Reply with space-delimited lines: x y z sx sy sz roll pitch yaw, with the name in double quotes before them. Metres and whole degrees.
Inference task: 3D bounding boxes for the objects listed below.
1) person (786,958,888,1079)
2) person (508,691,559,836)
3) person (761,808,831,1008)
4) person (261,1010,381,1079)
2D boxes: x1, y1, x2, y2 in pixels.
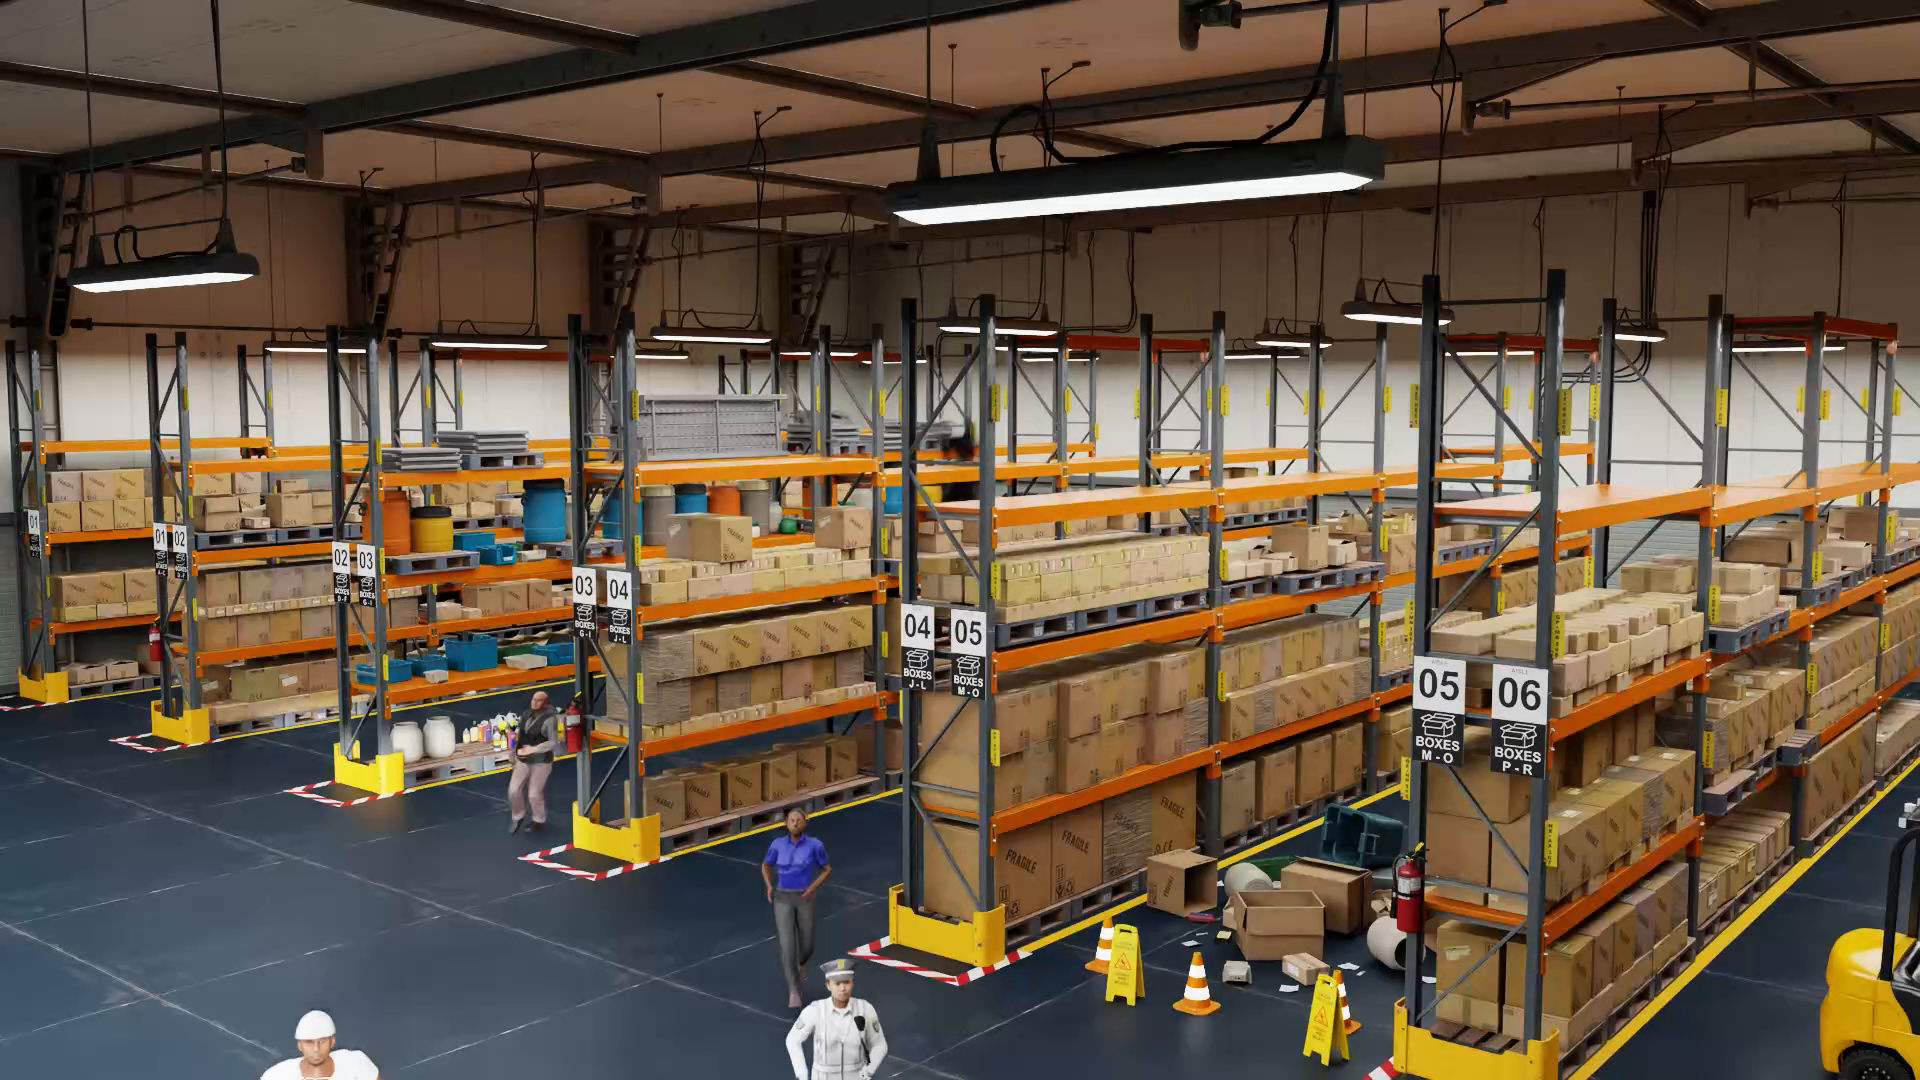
"person" -0.742 3.413 10.344 0.622 1.653 0.525 -1 5 -14
"person" -4.939 2.593 19.288 0.664 1.711 0.635 2 5 17
"person" -1.394 3.106 14.206 0.597 1.654 0.682 -1 5 -8
"person" -3.544 3.457 9.154 0.686 1.789 0.893 -2 5 -17
